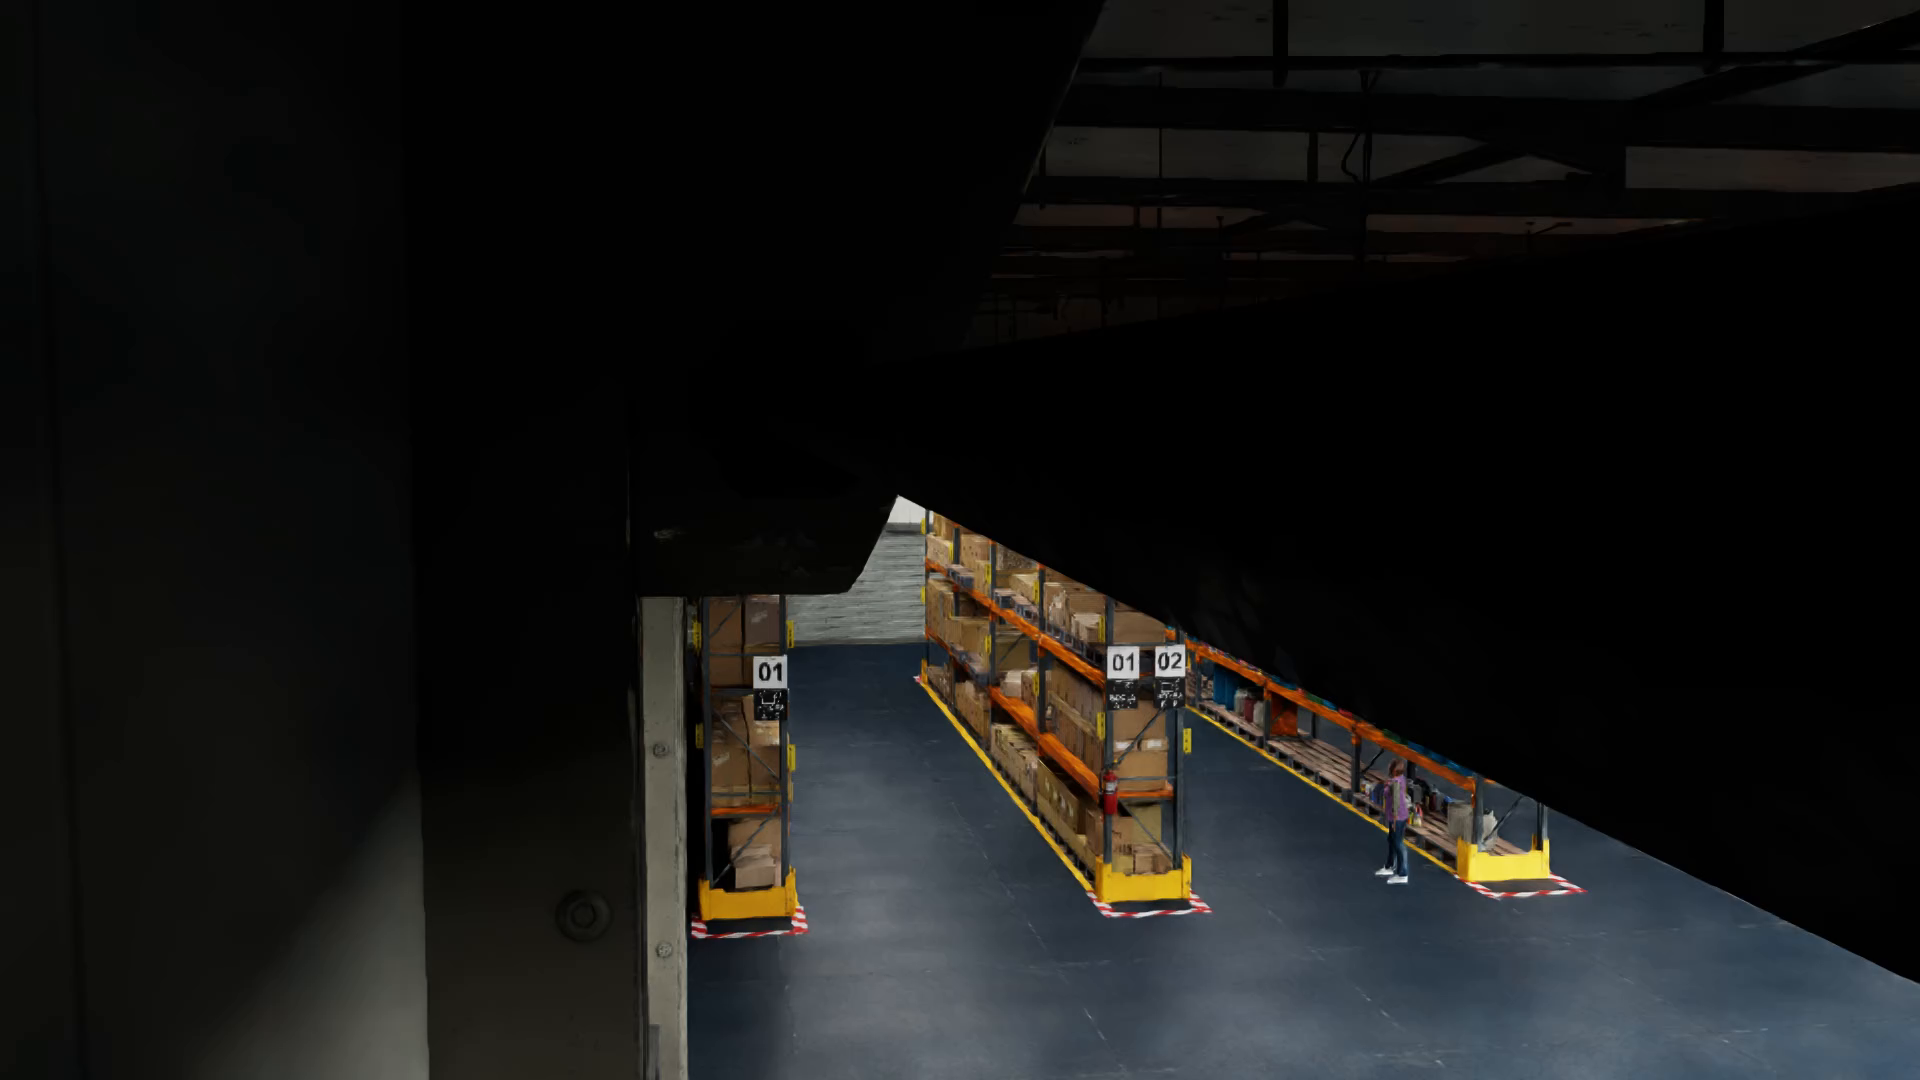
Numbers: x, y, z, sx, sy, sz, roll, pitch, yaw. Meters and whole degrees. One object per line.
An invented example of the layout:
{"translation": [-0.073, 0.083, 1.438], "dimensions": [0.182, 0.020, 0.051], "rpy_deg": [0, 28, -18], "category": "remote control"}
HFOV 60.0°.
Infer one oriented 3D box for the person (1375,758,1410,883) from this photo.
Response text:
{"translation": [5.633, 3.623, 21.589], "dimensions": [0.453, 1.599, 0.467], "rpy_deg": [2, 5, 21], "category": "person"}
